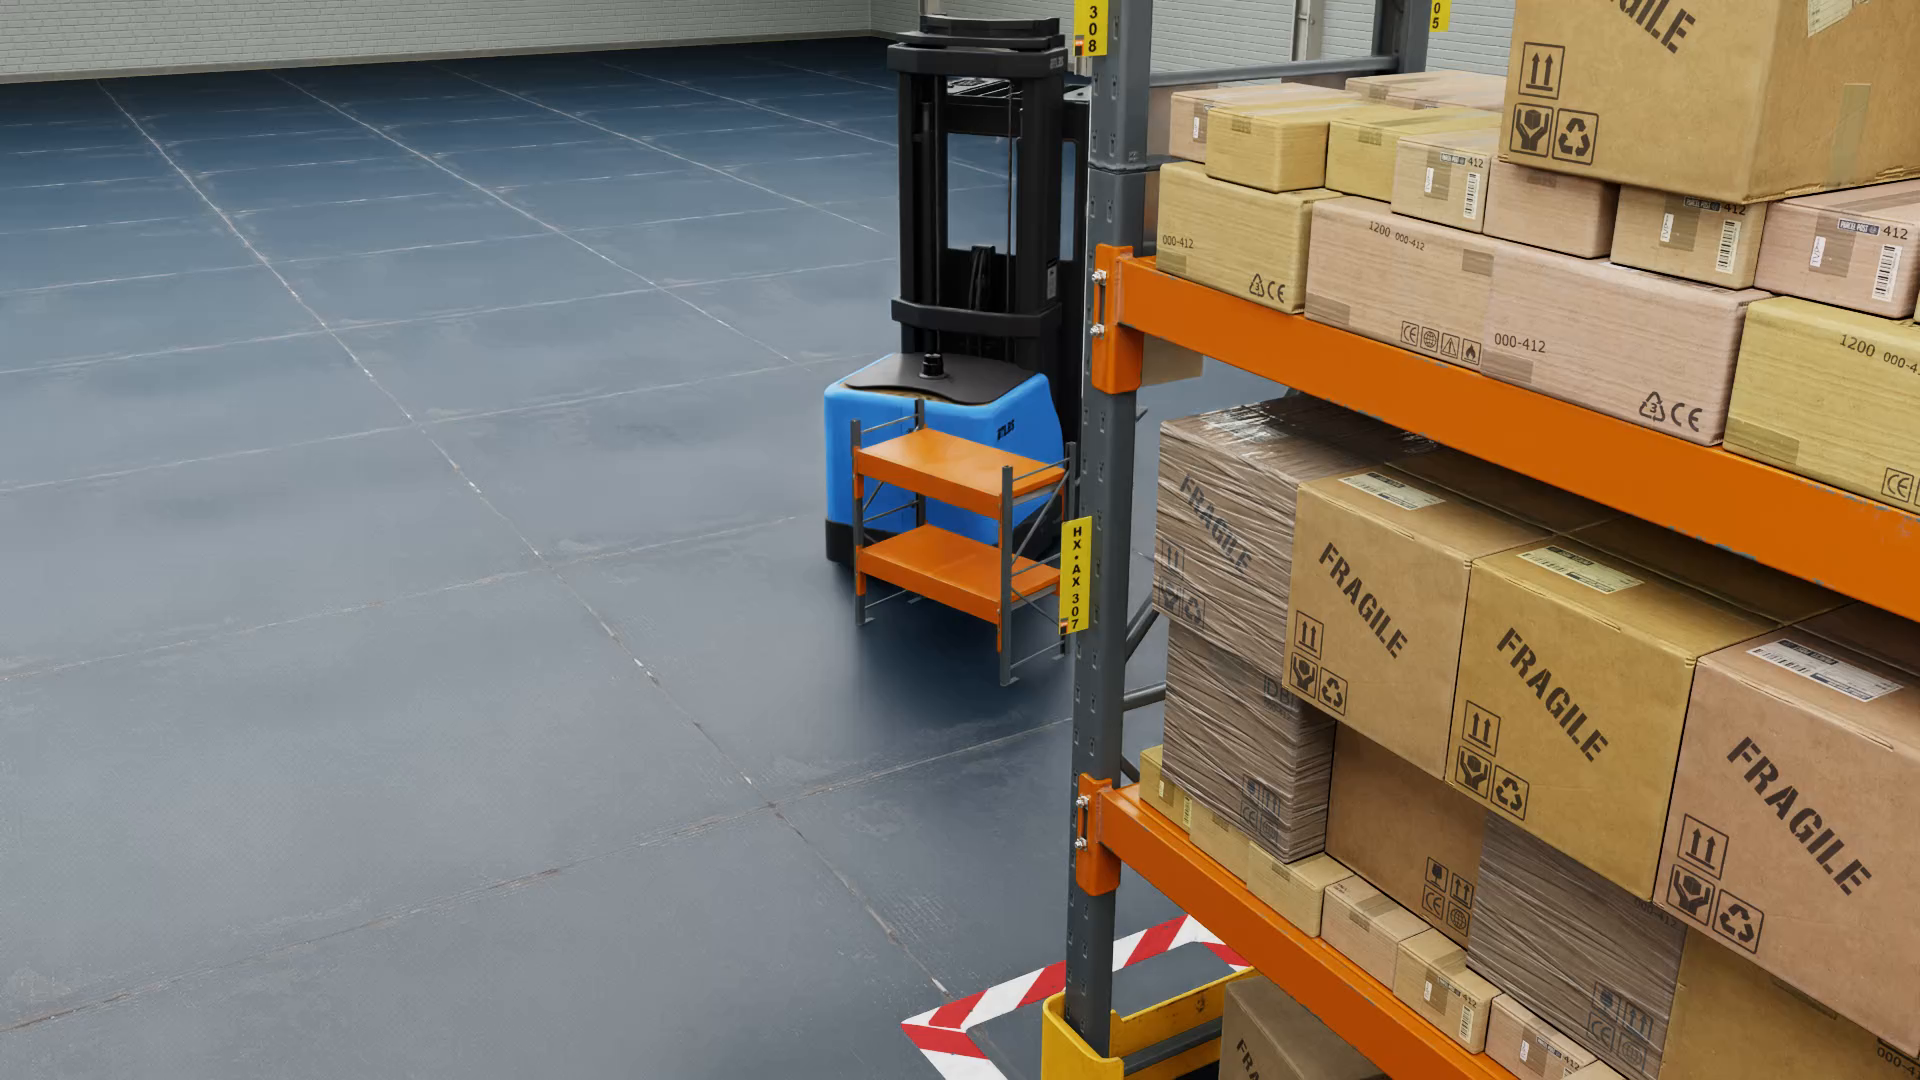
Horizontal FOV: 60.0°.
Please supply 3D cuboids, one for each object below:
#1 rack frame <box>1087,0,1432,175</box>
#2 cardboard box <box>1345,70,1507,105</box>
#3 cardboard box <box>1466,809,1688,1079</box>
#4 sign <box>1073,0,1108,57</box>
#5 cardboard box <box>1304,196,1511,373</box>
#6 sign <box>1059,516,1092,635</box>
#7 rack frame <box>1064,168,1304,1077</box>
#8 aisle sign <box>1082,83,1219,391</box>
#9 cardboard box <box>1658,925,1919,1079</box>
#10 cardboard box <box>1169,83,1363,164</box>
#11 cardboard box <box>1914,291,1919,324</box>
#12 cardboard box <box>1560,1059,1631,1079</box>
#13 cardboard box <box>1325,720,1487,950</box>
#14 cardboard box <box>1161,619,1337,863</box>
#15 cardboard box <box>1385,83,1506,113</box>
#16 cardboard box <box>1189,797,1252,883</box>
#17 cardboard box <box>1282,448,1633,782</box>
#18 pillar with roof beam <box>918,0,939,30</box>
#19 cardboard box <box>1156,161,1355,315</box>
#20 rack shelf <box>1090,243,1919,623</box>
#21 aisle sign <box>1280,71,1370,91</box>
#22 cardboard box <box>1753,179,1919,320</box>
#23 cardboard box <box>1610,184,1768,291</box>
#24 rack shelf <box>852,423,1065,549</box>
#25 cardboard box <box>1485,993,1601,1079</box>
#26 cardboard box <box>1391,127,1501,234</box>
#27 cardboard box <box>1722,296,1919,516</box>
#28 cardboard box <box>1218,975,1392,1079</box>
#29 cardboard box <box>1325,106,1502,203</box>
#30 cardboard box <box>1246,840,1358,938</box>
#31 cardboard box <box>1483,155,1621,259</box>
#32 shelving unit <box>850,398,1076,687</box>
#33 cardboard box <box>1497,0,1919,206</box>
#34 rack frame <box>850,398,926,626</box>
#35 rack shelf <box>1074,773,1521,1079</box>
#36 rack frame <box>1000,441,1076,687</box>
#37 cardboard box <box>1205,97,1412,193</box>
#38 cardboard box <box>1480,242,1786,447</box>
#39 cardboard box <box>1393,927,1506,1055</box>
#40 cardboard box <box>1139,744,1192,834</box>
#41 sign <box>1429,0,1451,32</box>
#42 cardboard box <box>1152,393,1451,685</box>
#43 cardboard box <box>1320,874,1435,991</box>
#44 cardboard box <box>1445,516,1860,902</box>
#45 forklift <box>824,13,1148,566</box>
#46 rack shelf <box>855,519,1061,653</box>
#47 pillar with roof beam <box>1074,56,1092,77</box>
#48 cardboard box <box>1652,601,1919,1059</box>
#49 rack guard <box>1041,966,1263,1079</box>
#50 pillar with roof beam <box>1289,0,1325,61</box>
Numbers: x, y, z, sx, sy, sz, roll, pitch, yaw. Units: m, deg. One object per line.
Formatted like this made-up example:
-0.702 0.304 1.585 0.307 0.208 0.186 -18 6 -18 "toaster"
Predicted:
0.777 -2.386 3.731 1.000 3.000 0.127 -13 25 -28 "rack frame"
1.187 -1.082 4.176 0.380 0.149 0.250 -13 25 -28 "cardboard box"
1.611 0.701 3.575 0.875 0.500 0.500 -13 25 -28 "cardboard box"
0.311 -1.297 3.875 0.100 0.325 0.005 -13 25 -28 "sign"
1.070 -0.556 3.411 0.500 0.250 0.500 -13 26 -29 "cardboard box"
0.311 0.096 4.441 0.100 0.325 0.005 -13 25 -28 "sign"
0.777 0.393 4.861 1.000 3.000 0.127 -13 25 -28 "rack frame"
0.488 -0.774 4.279 0.394 0.787 0.004 -13 25 -28 "aisle sign"
1.857 0.865 3.171 0.875 0.500 0.500 -13 25 -28 "cardboard box"
0.719 -0.978 3.921 0.380 0.149 0.250 -13 25 -29 "cardboard box"
1.666 -0.396 2.489 0.380 0.149 0.250 -14 26 -30 "cardboard box"
1.401 1.152 3.328 0.380 0.149 0.250 -13 25 -28 "cardboard box"
1.393 0.531 3.994 0.875 0.500 0.500 -13 25 -28 "cardboard box"
1.035 0.392 4.335 0.875 0.500 0.500 -13 25 -28 "cardboard box"
1.219 -0.975 3.913 0.380 0.149 0.250 -14 26 -30 "cardboard box"
0.829 0.732 4.360 0.380 0.149 0.250 -13 25 -28 "cardboard box"
1.073 0.139 3.629 0.500 0.500 0.500 -13 25 -28 "cardboard box"
-4.372 -14.067 32.470 9.100 9.000 0.400 -13 25 -28 "pillar with roof beam"
0.801 -0.721 3.818 0.500 0.250 0.500 -12 25 -27 "cardboard box"
1.799 -0.016 2.839 1.077 0.370 4.000 -13 25 -28 "rack shelf"
1.003 -0.889 4.563 0.394 0.787 0.004 -13 25 -28 "aisle sign"
1.522 -0.479 2.692 0.380 0.149 0.250 -13 25 -29 "cardboard box"
1.354 -0.551 2.869 0.380 0.149 0.250 -14 26 -31 "cardboard box"
0.005 -0.282 8.235 1.000 0.278 0.538 19 29 39 "rack shelf"
1.362 1.051 3.576 0.380 0.149 0.250 -13 25 -28 "cardboard box"
1.081 -0.716 3.275 0.380 0.149 0.250 -12 25 -26 "cardboard box"
1.590 -0.227 2.602 0.500 0.250 0.500 -12 25 -27 "cardboard box"
1.082 1.562 4.747 0.500 0.500 0.500 -8 23 -18 "cardboard box"
1.003 -0.818 3.526 0.380 0.149 0.250 -13 26 -29 "cardboard box"
0.944 0.816 4.154 0.380 0.149 0.250 -13 25 -28 "cardboard box"
1.202 -0.636 3.079 0.380 0.149 0.250 -13 25 -28 "cardboard box"
0.005 -0.011 8.345 1.048 1.125 0.538 19 29 39 "shelving unit"
1.303 -0.880 2.817 0.500 0.500 0.500 -13 25 -28 "cardboard box"
-0.366 -0.142 8.667 0.032 1.125 0.500 19 29 39 "rack frame"
1.799 1.374 3.404 1.077 0.370 4.000 -13 25 -28 "rack shelf"
0.375 0.120 8.023 0.032 1.125 0.500 19 29 39 "rack frame"
0.768 -0.876 3.668 0.380 0.149 0.250 -12 25 -27 "cardboard box"
1.319 -0.395 3.014 0.500 0.250 0.500 -13 25 -28 "cardboard box"
1.211 0.975 3.762 0.380 0.149 0.250 -13 25 -28 "cardboard box"
0.718 0.648 4.568 0.380 0.149 0.250 -13 25 -28 "cardboard box"
1.265 -1.507 4.376 0.100 0.325 0.005 -13 25 -28 "sign"
0.824 -0.024 4.031 0.500 0.500 0.500 -13 25 -28 "cardboard box"
1.089 0.893 3.965 0.380 0.149 0.250 -13 25 -28 "cardboard box"
1.330 0.301 3.232 0.500 0.500 0.500 -13 25 -28 "cardboard box"
0.340 -1.611 9.882 1.130 2.935 3.031 10 24 24 "forklift"
0.005 0.215 8.437 1.000 0.278 0.538 19 29 39 "rack shelf"
-1.307 -12.125 27.692 9.100 9.000 0.400 -13 25 -28 "pillar with roof beam"
1.590 0.462 2.836 0.500 0.500 0.500 -13 25 -28 "cardboard box"
0.816 1.576 5.271 1.175 0.500 0.348 -13 25 -28 "rack guard"
1.758 -10.183 22.913 9.100 9.000 0.400 -13 25 -28 "pillar with roof beam"
